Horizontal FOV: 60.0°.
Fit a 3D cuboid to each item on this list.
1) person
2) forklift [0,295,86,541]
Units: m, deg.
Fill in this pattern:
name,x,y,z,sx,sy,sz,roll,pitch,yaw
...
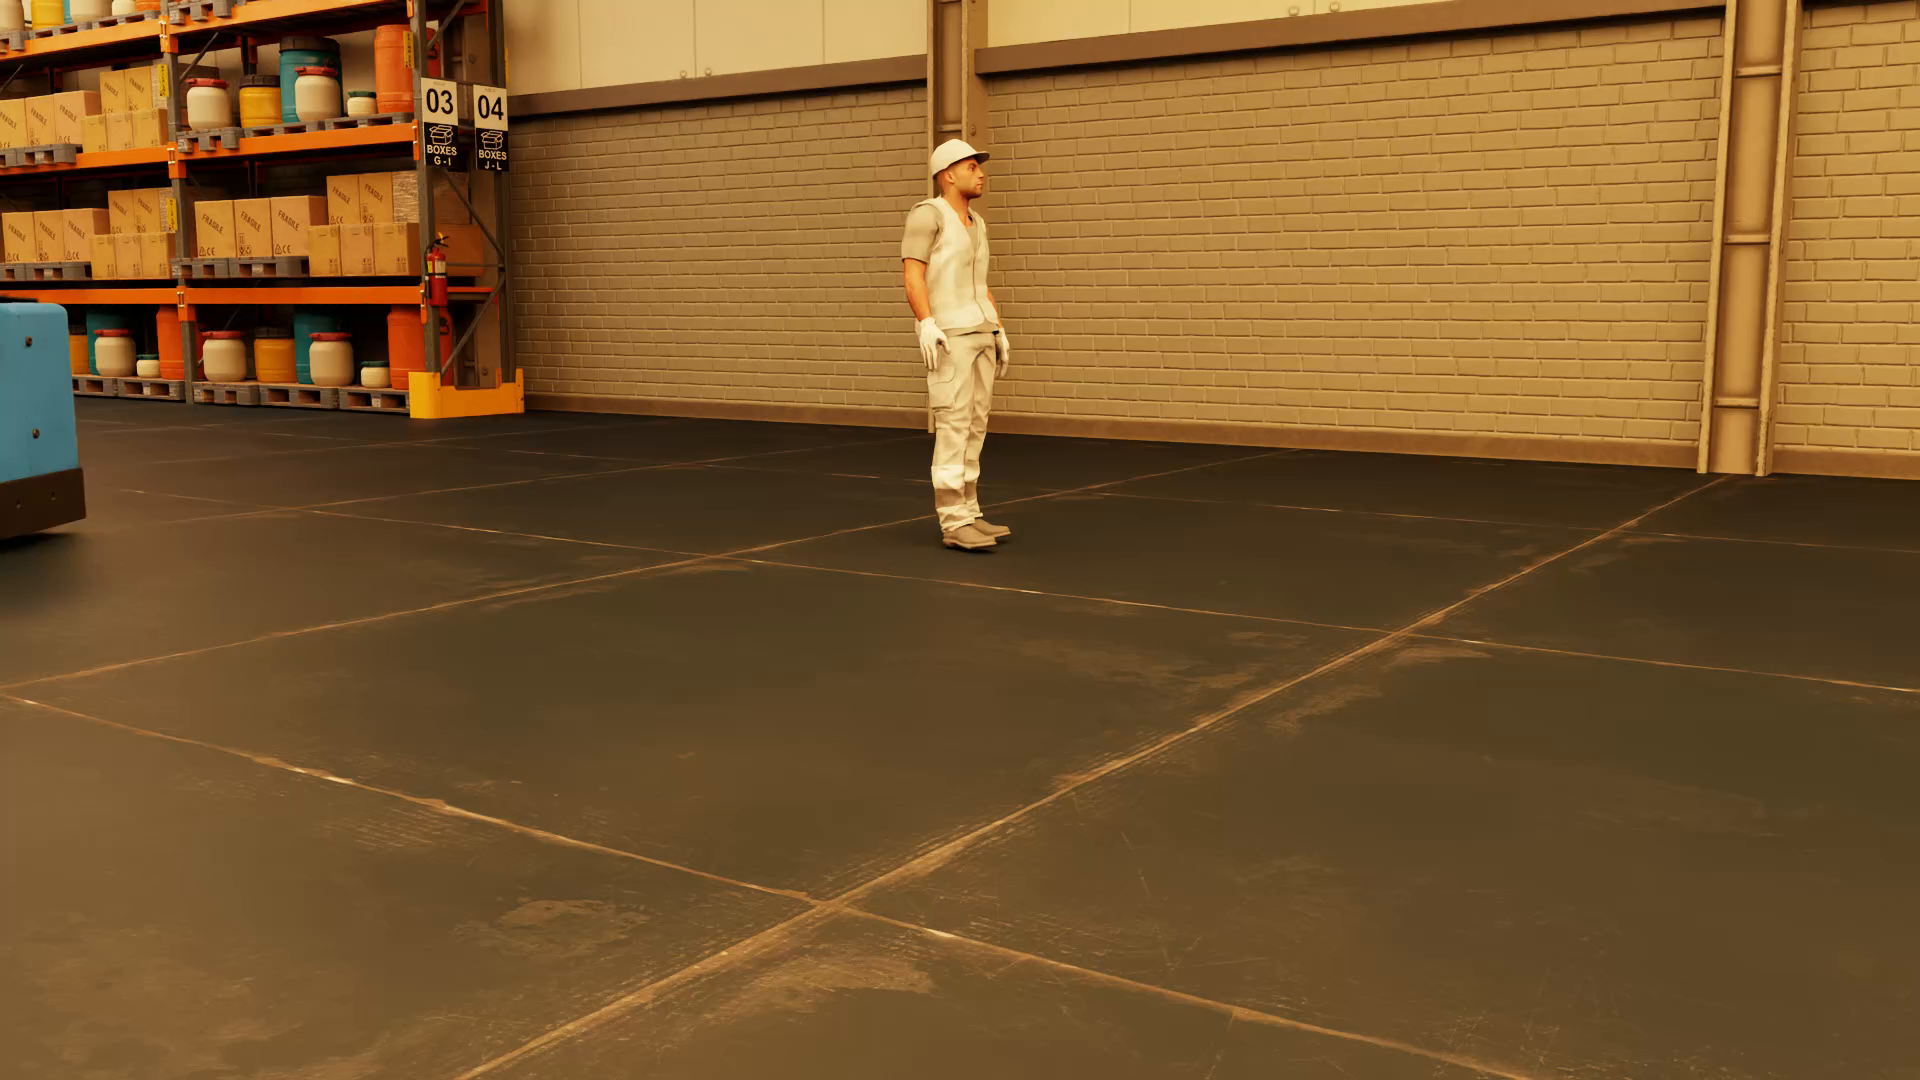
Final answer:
name,x,y,z,sx,sy,sz,roll,pitch,yaw
person,0.059,-0.885,7.422,0.564,1.787,0.637,5,10,34
forklift,-5.601,-1.412,7.122,3.031,2.935,1.130,0,8,-2
